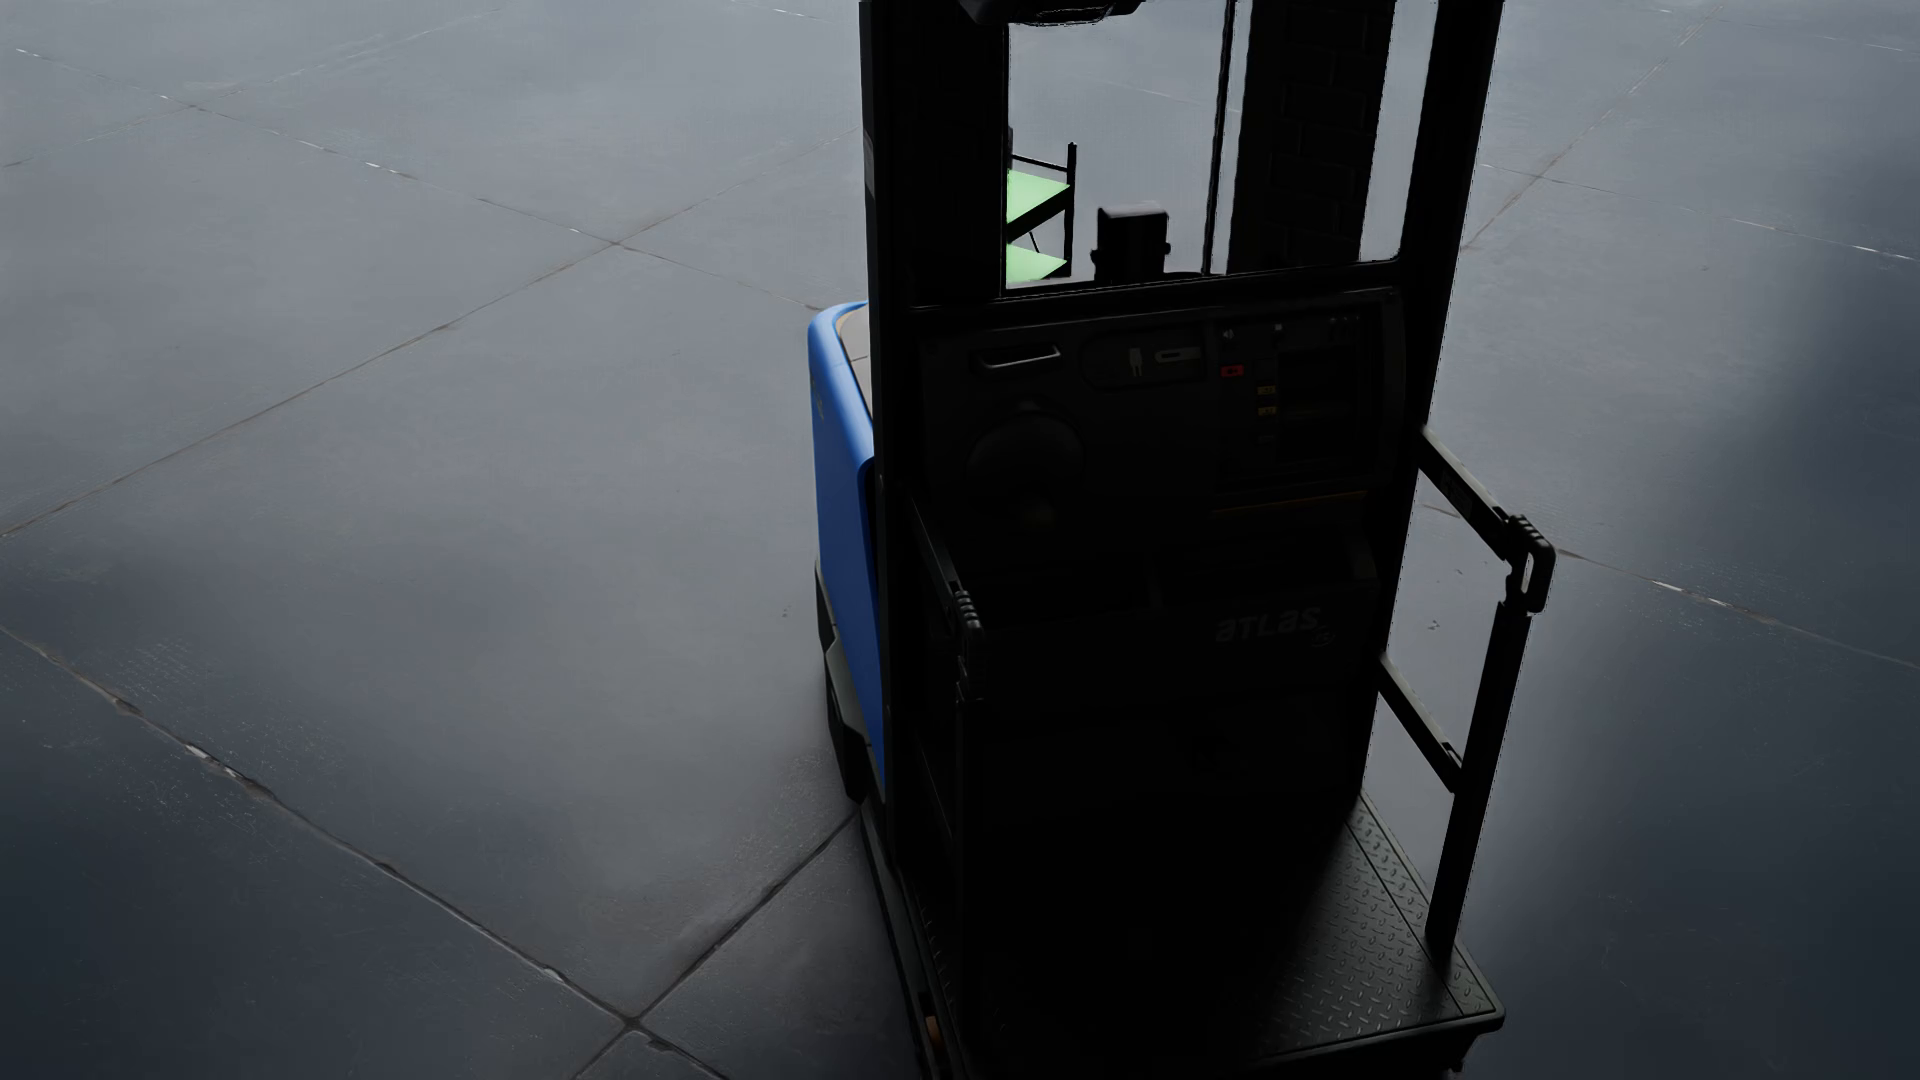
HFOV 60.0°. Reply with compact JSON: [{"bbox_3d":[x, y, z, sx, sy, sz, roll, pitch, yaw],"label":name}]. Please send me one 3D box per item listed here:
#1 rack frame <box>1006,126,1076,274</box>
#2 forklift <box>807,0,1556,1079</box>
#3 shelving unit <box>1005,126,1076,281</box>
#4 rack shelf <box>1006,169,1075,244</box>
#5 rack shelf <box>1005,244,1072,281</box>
[{"bbox_3d":[0.233,-0.686,5.193,0.240,1.200,0.015,21,39,28],"label":"rack frame"},{"bbox_3d":[0.435,-0.180,2.899,1.130,2.935,3.031,-8,35,-11],"label":"forklift"},{"bbox_3d":[0.094,-0.573,5.027,0.258,1.200,0.503,21,39,28],"label":"shelving unit"},{"bbox_3d":[0.094,-0.918,4.793,0.258,0.148,0.480,21,39,28],"label":"rack shelf"},{"bbox_3d":[0.094,-0.719,4.928,0.258,0.148,0.480,21,39,28],"label":"rack shelf"}]
